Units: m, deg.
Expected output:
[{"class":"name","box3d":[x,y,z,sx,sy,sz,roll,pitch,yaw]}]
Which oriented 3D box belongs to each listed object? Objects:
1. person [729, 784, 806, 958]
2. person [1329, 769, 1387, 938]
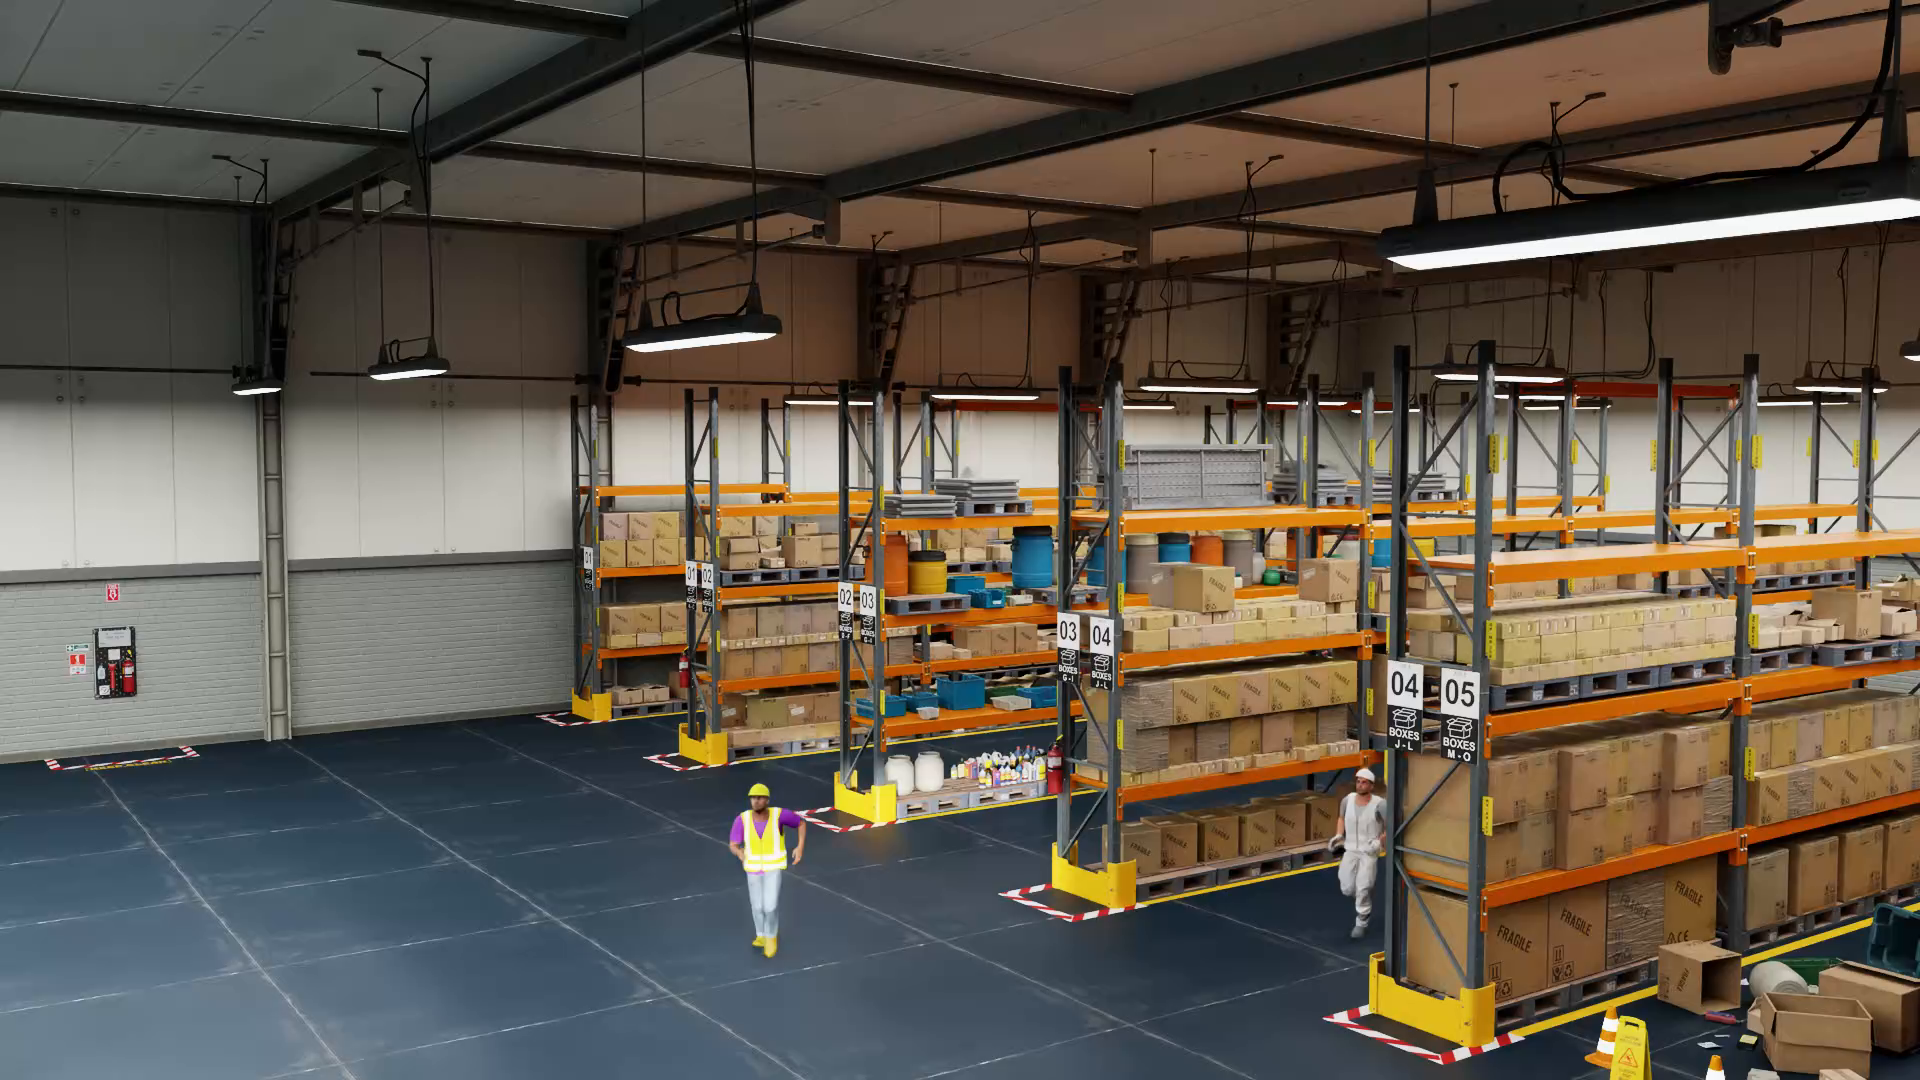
[{"class":"person","box3d":[-1.933,3.281,16.561,0.715,1.735,0.848,0,3,7]},{"class":"person","box3d":[4.226,3.259,17.408,0.657,1.748,0.596,3,4,37]}]
